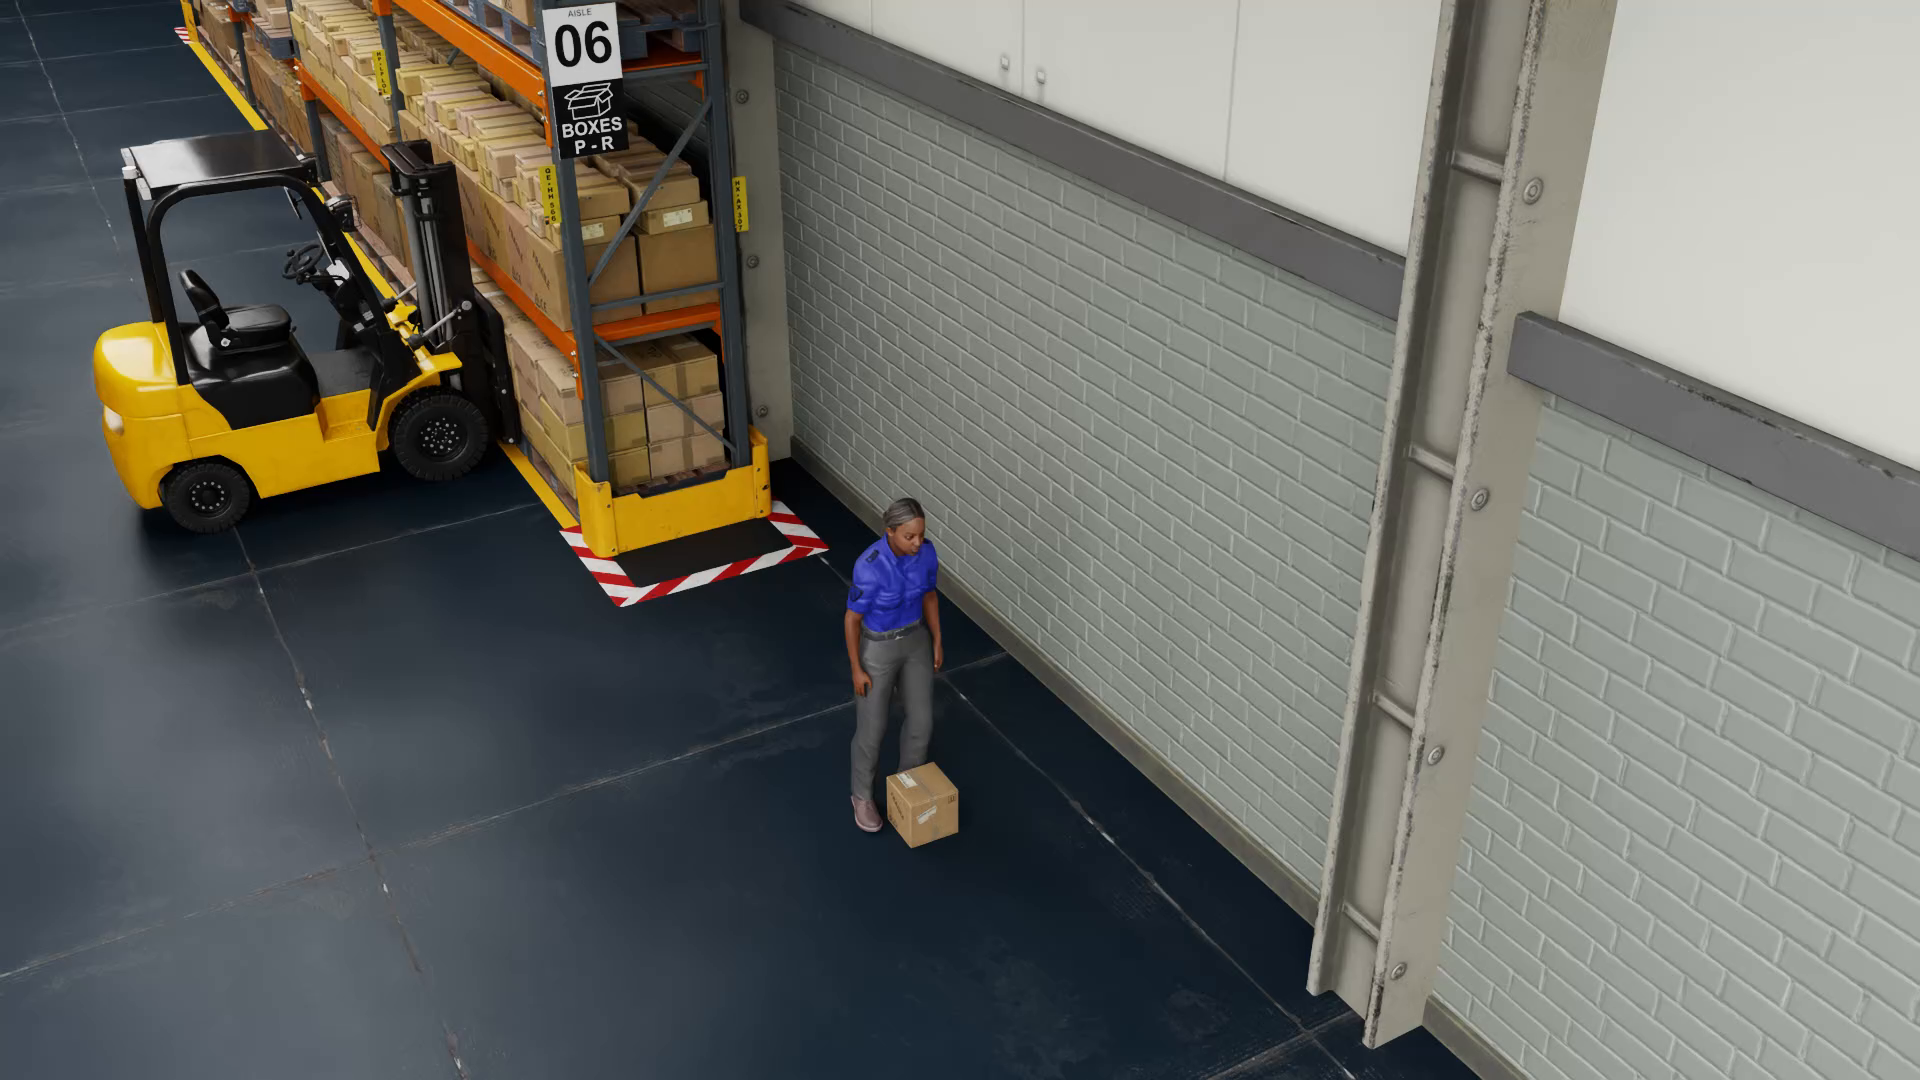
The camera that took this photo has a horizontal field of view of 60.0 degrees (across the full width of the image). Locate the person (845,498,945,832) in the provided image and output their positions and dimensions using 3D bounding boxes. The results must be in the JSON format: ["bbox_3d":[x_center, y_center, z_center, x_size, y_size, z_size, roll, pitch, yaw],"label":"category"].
[{"bbox_3d":[-0.287,0.540,7.594,0.530,1.654,0.403,-18,34,-29],"label":"person"}]
